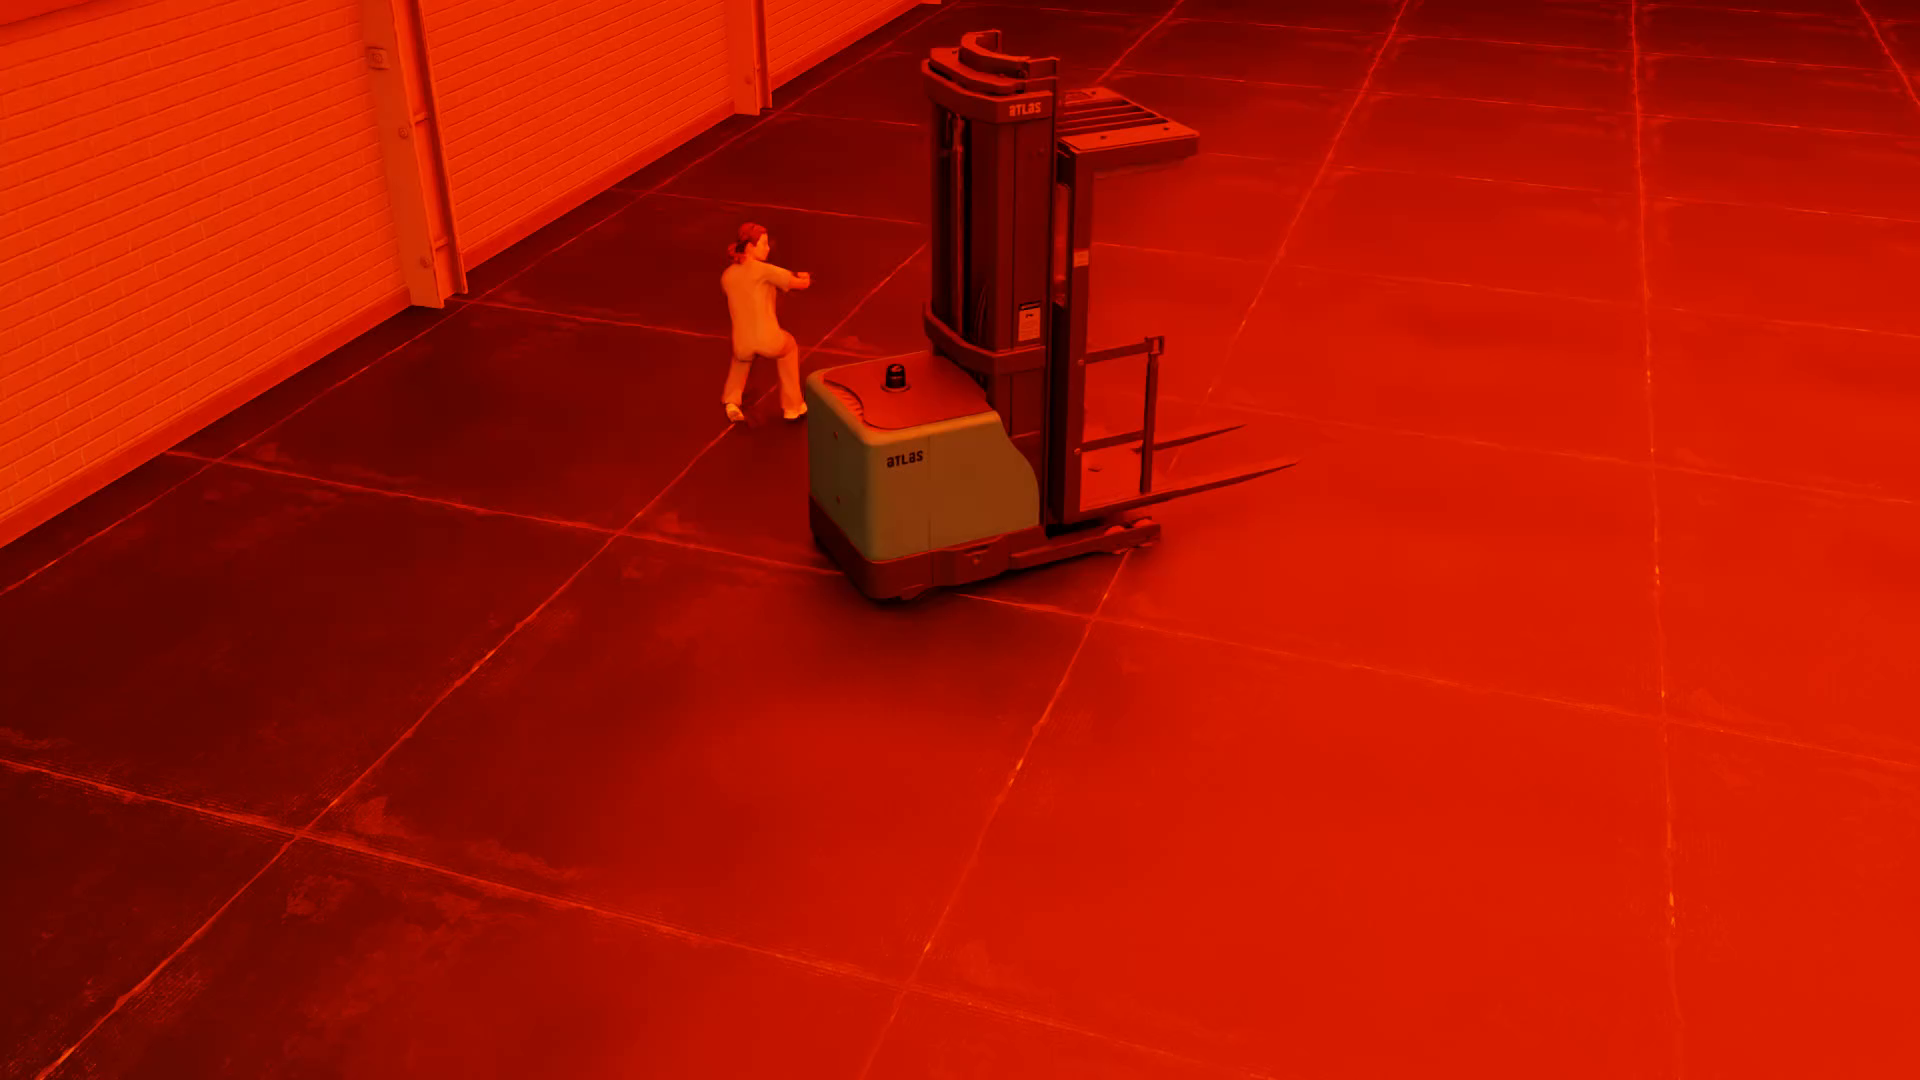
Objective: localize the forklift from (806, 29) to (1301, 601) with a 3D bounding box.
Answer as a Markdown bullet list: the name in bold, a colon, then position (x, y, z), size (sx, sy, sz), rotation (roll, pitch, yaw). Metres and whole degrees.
- **forklift**: position (0.650, -1.412, 9.613), size (3.031, 2.935, 1.130), rotation (-13, 32, -22)

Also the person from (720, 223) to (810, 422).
- **person**: position (-1.298, -1.478, 11.296), size (0.697, 1.397, 0.838), rotation (6, 30, 10)
